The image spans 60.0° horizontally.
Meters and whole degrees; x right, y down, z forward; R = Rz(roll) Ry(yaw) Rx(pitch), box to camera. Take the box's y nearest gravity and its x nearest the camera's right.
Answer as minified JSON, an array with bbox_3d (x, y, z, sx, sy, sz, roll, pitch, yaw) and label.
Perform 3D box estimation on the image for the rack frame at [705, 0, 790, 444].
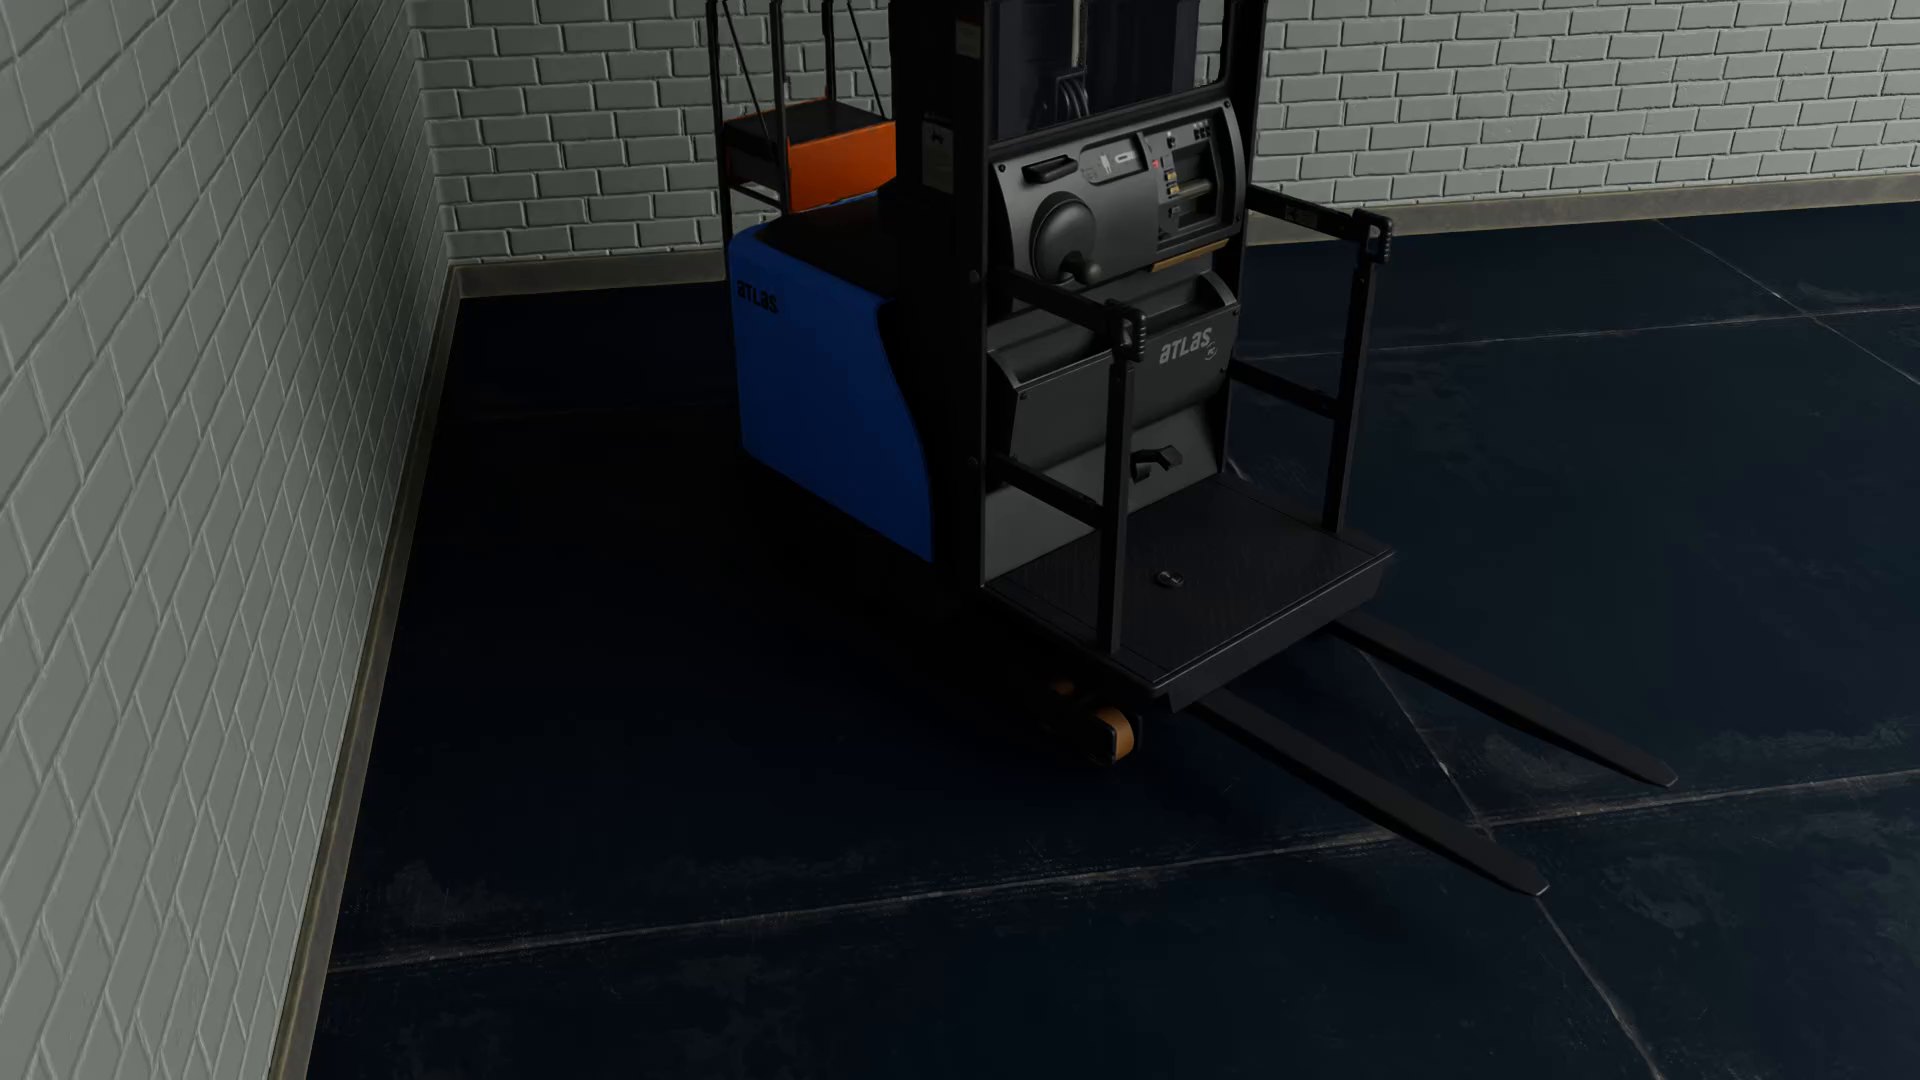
[{"bbox_3d":[-0.704,-1.174,5.675,0.015,2.100,0.400,-24,38,-35],"label":"rack frame"}]

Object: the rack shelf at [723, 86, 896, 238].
[{"bbox_3d":[-0.521,-1.244,5.821,0.480,0.518,0.431,-24,38,-35],"label":"rack shelf"}]

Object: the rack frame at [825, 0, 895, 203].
[{"bbox_3d":[-0.339,-1.338,5.954,0.015,2.100,0.400,-24,38,-35],"label":"rack frame"}]

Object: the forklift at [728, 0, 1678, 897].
[{"bbox_3d":[0.595,-0.923,4.428,1.130,2.935,3.031,-24,38,-35],"label":"forklift"}]

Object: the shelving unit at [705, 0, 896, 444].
[{"bbox_3d":[-0.521,-1.256,5.815,0.503,2.100,0.431,-24,38,-35],"label":"shelving unit"}]

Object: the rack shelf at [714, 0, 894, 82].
[{"bbox_3d":[-0.521,-1.848,5.467,0.480,0.518,0.431,-24,38,-35],"label":"rack shelf"}]

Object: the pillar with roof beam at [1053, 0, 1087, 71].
[{"bbox_3d":[1.425,-3.055,2.068,0.400,9.000,9.100,-5,31,-9],"label":"pillar with roof beam"}]
